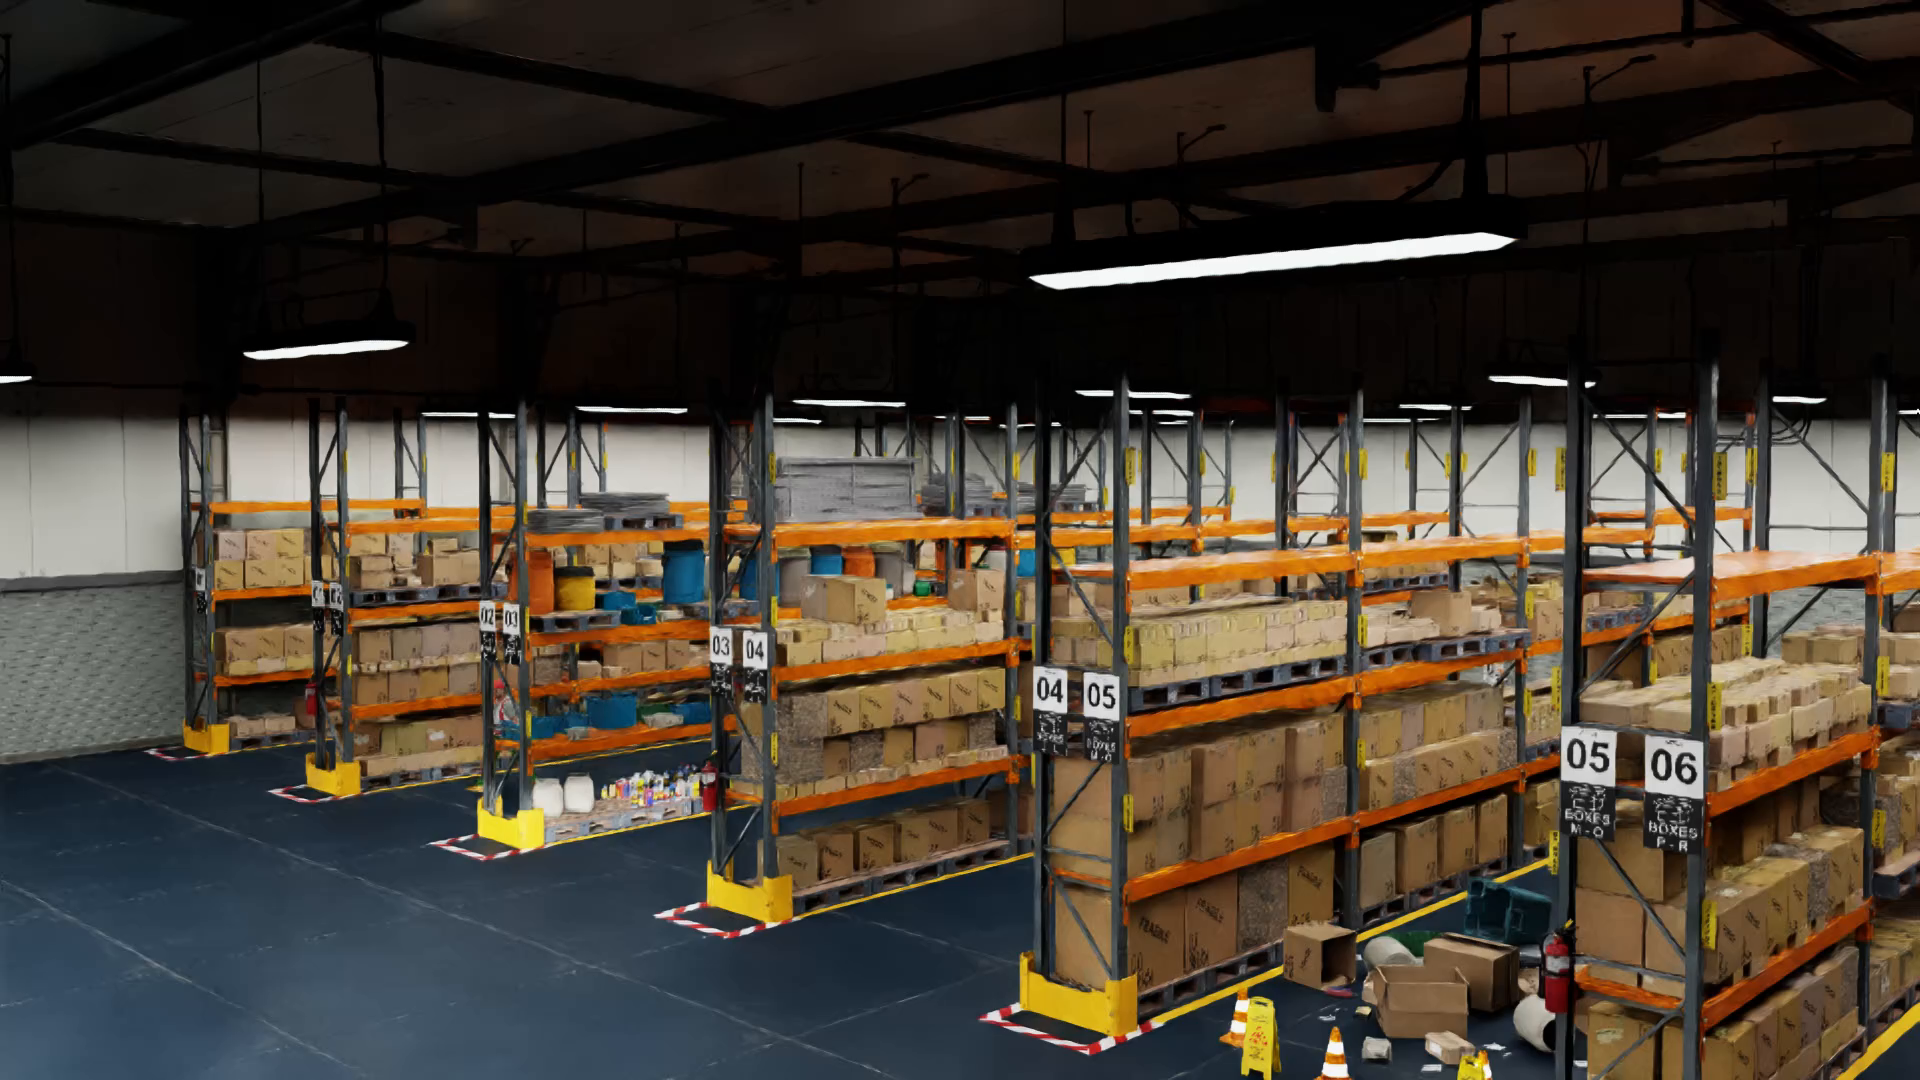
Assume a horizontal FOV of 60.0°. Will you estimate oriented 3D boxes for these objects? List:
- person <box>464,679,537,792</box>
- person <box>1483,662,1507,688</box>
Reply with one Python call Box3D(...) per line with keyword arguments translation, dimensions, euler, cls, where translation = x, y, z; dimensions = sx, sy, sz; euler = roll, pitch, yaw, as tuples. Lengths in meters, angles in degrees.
Box3D(translation=(-6.957, 2.962, 25.297), dimensions=(0.550, 1.709, 1.128), euler=(3, 4, 41), cls="person")
Box3D(translation=(10.117, 2.702, 31.234), dimensions=(0.585, 1.648, 0.544), euler=(-1, 3, -10), cls="person")
